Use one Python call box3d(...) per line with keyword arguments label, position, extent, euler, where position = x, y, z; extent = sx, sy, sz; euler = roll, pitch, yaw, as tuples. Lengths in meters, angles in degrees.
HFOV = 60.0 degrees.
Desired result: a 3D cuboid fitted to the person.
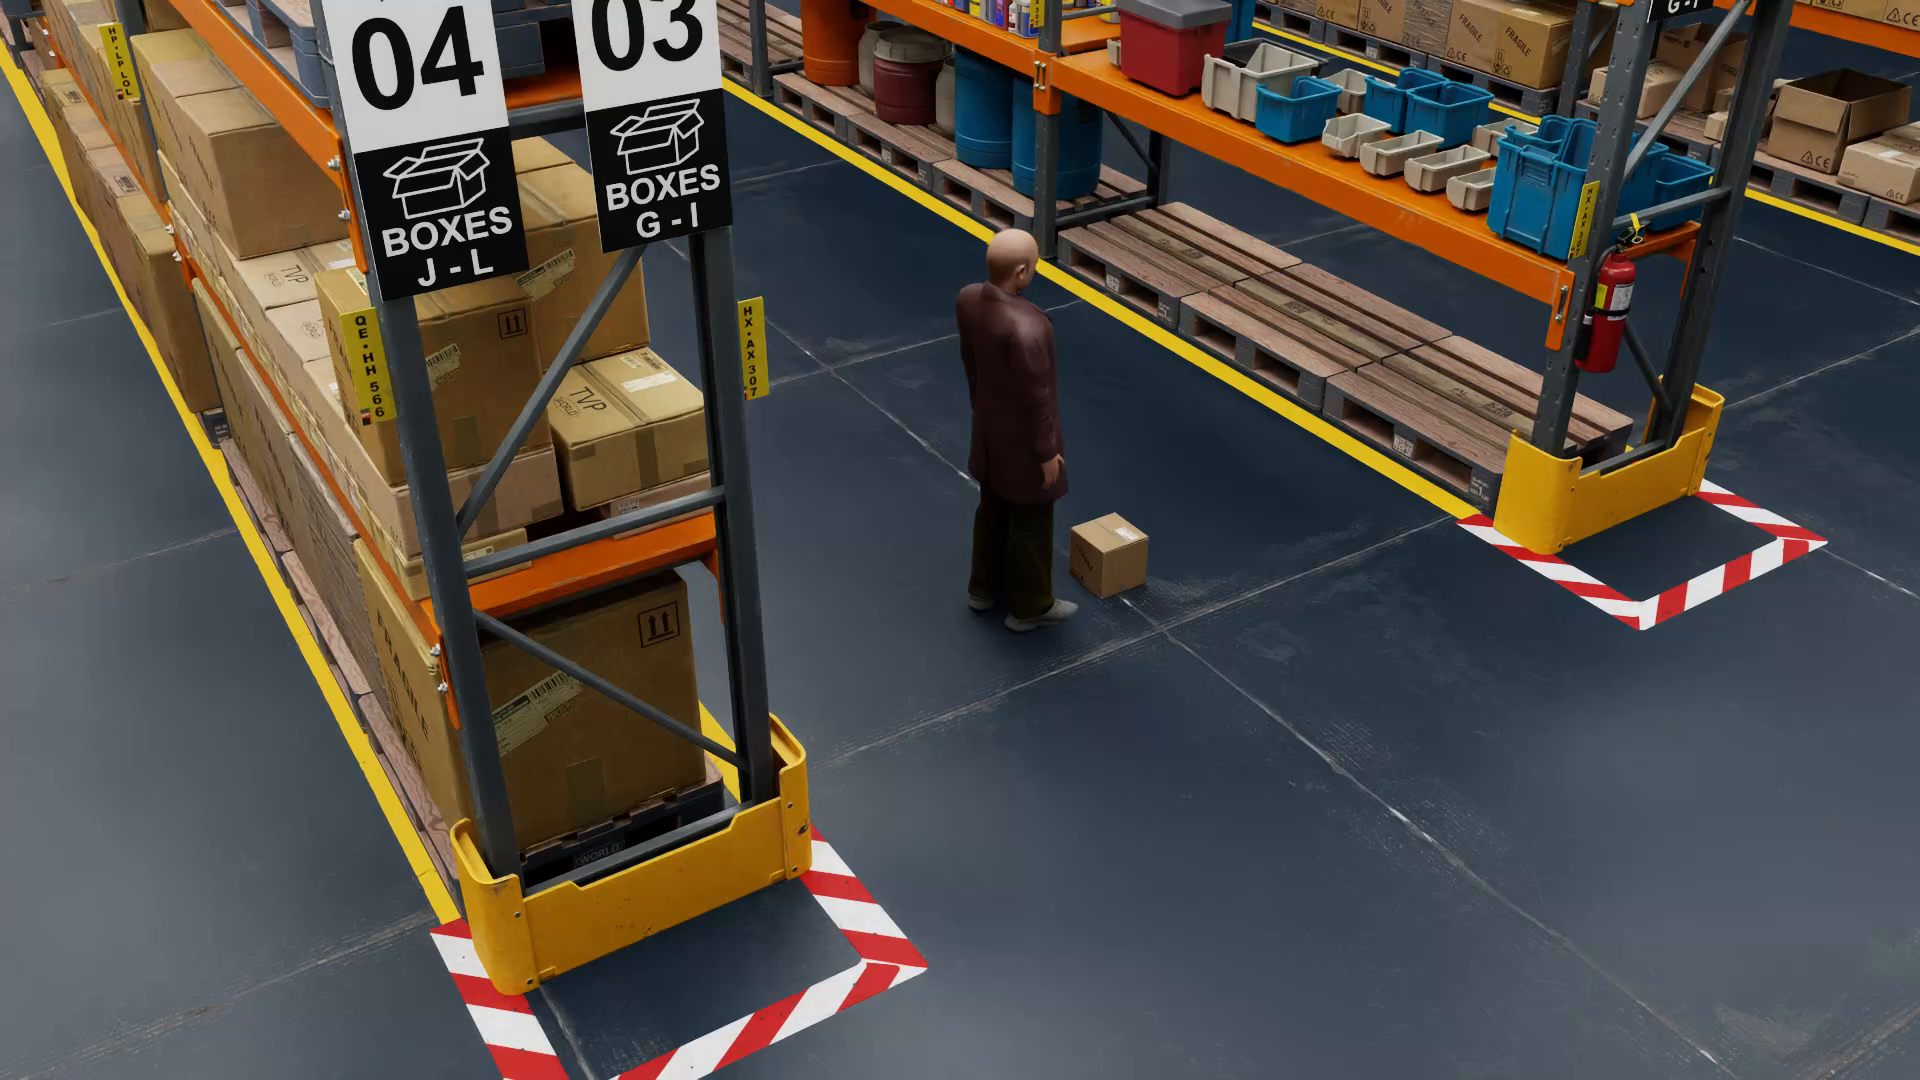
box3d(label="person", position=(0.262, -0.441, 6.863), extent=(0.454, 1.812, 0.602), euler=(-18, 36, -26))
